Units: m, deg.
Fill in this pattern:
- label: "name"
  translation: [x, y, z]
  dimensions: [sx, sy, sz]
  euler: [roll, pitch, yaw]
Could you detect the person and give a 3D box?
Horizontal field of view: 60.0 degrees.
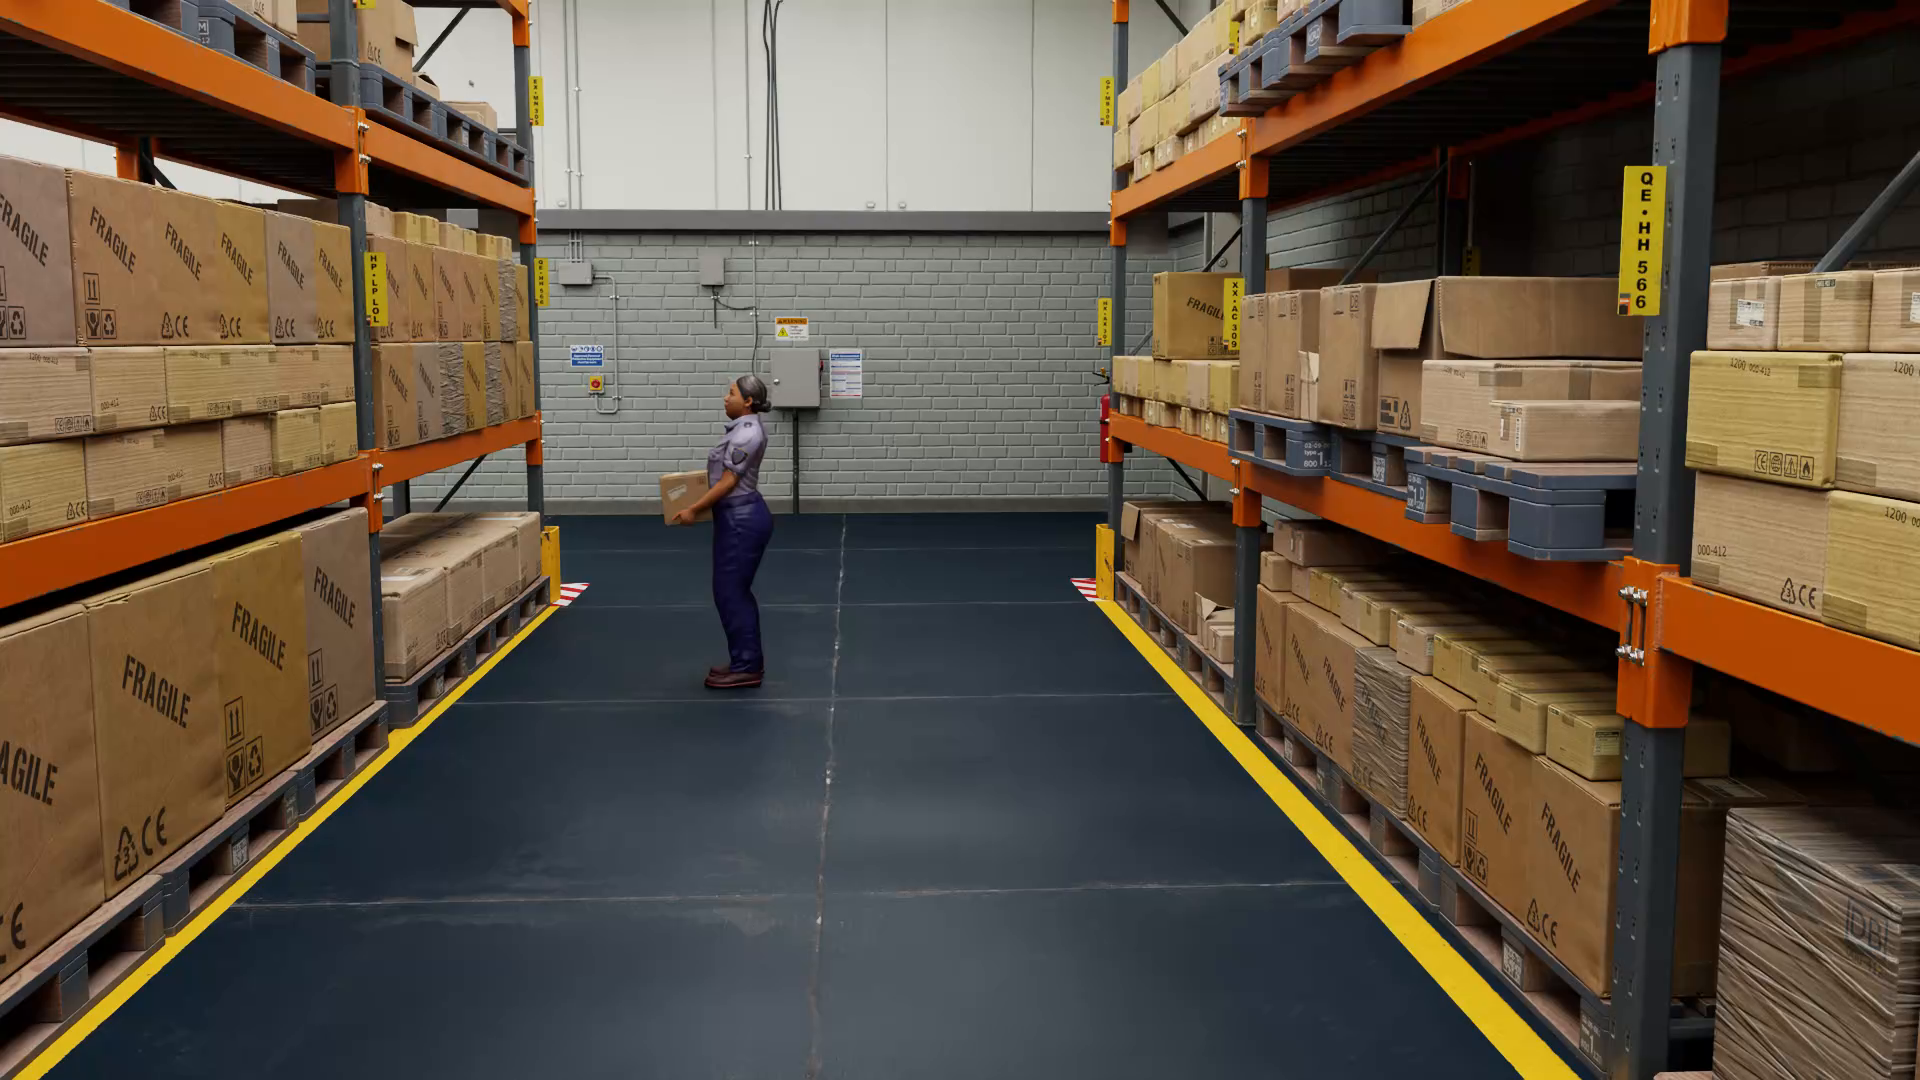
- label: "person"
  translation: [-1.246, -0.052, 8.788]
  dimensions: [0.517, 1.634, 0.452]
  euler: [0, 7, -3]
